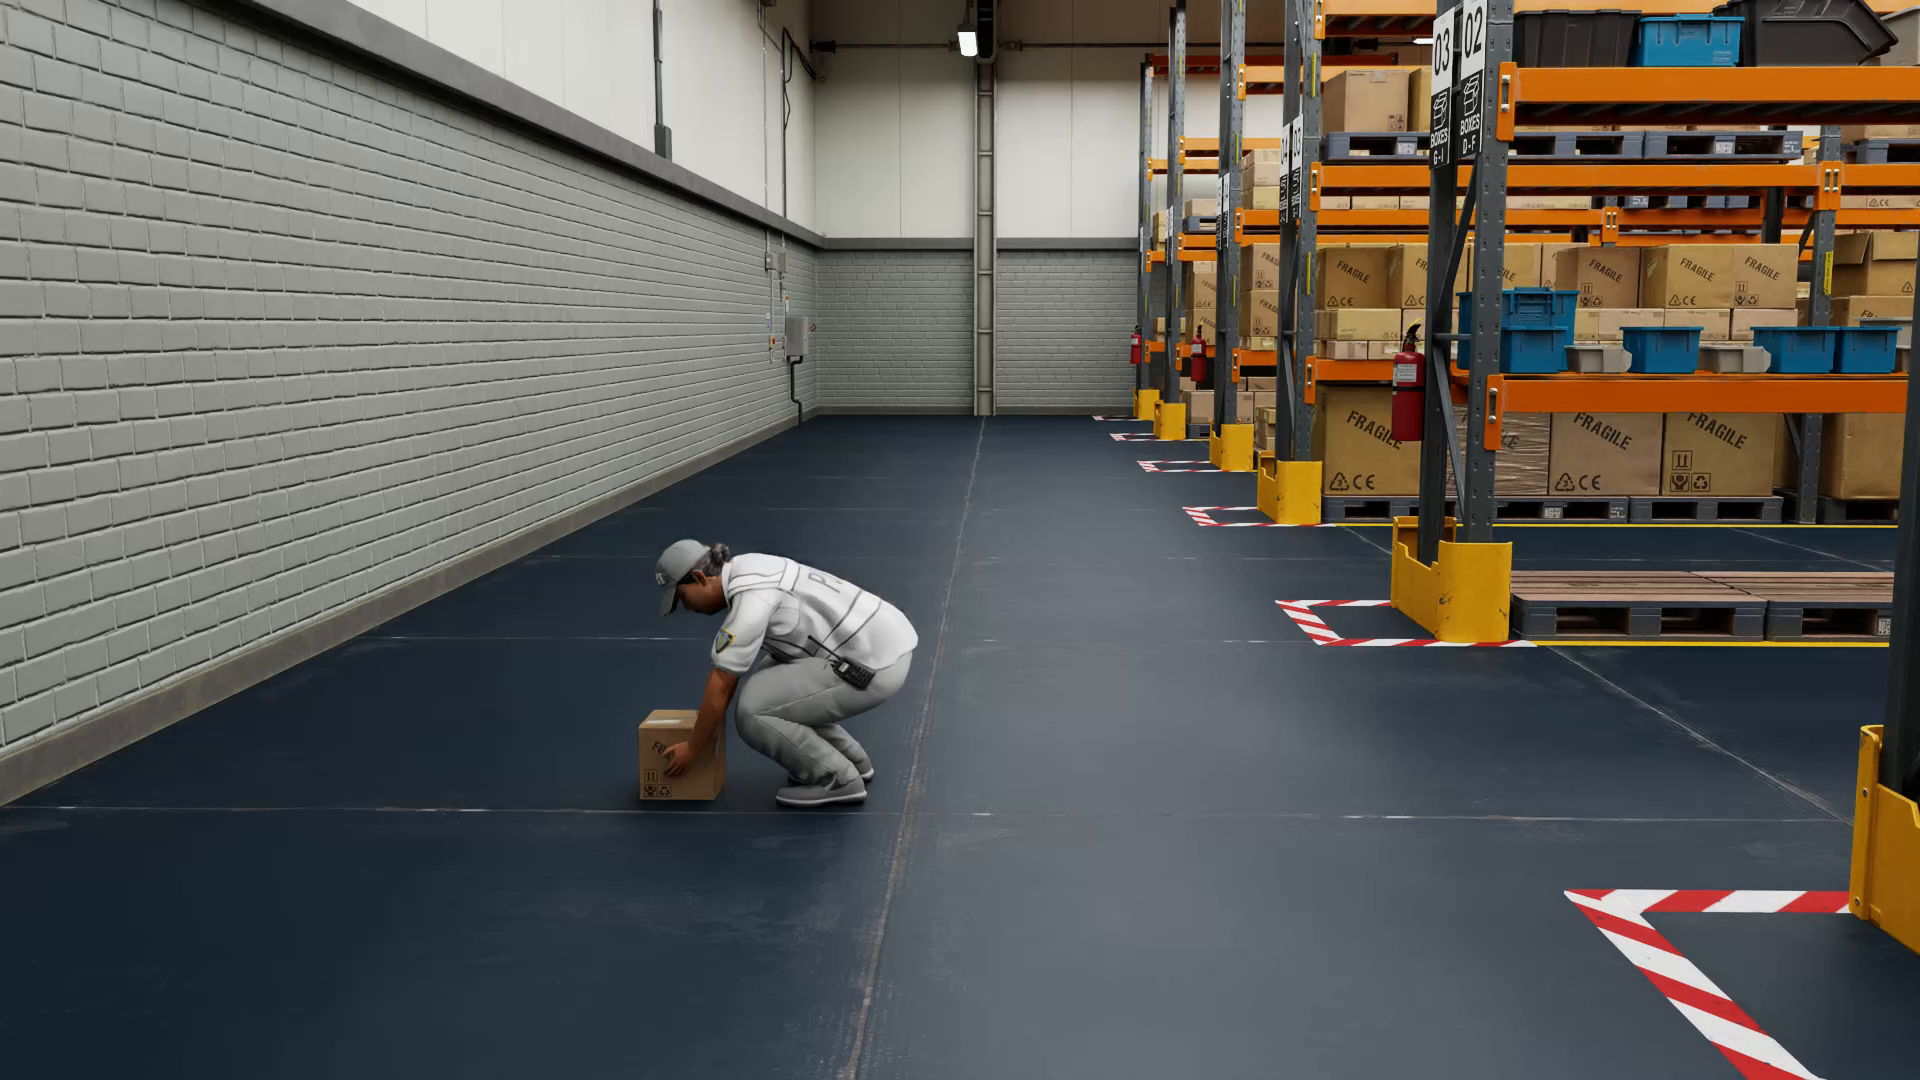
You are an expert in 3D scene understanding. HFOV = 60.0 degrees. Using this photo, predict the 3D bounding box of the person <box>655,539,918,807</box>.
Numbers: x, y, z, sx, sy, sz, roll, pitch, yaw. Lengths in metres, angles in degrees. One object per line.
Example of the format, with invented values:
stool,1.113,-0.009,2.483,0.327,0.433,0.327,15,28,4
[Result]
person,-0.574,0.427,5.580,0.863,0.874,0.523,0,7,1
